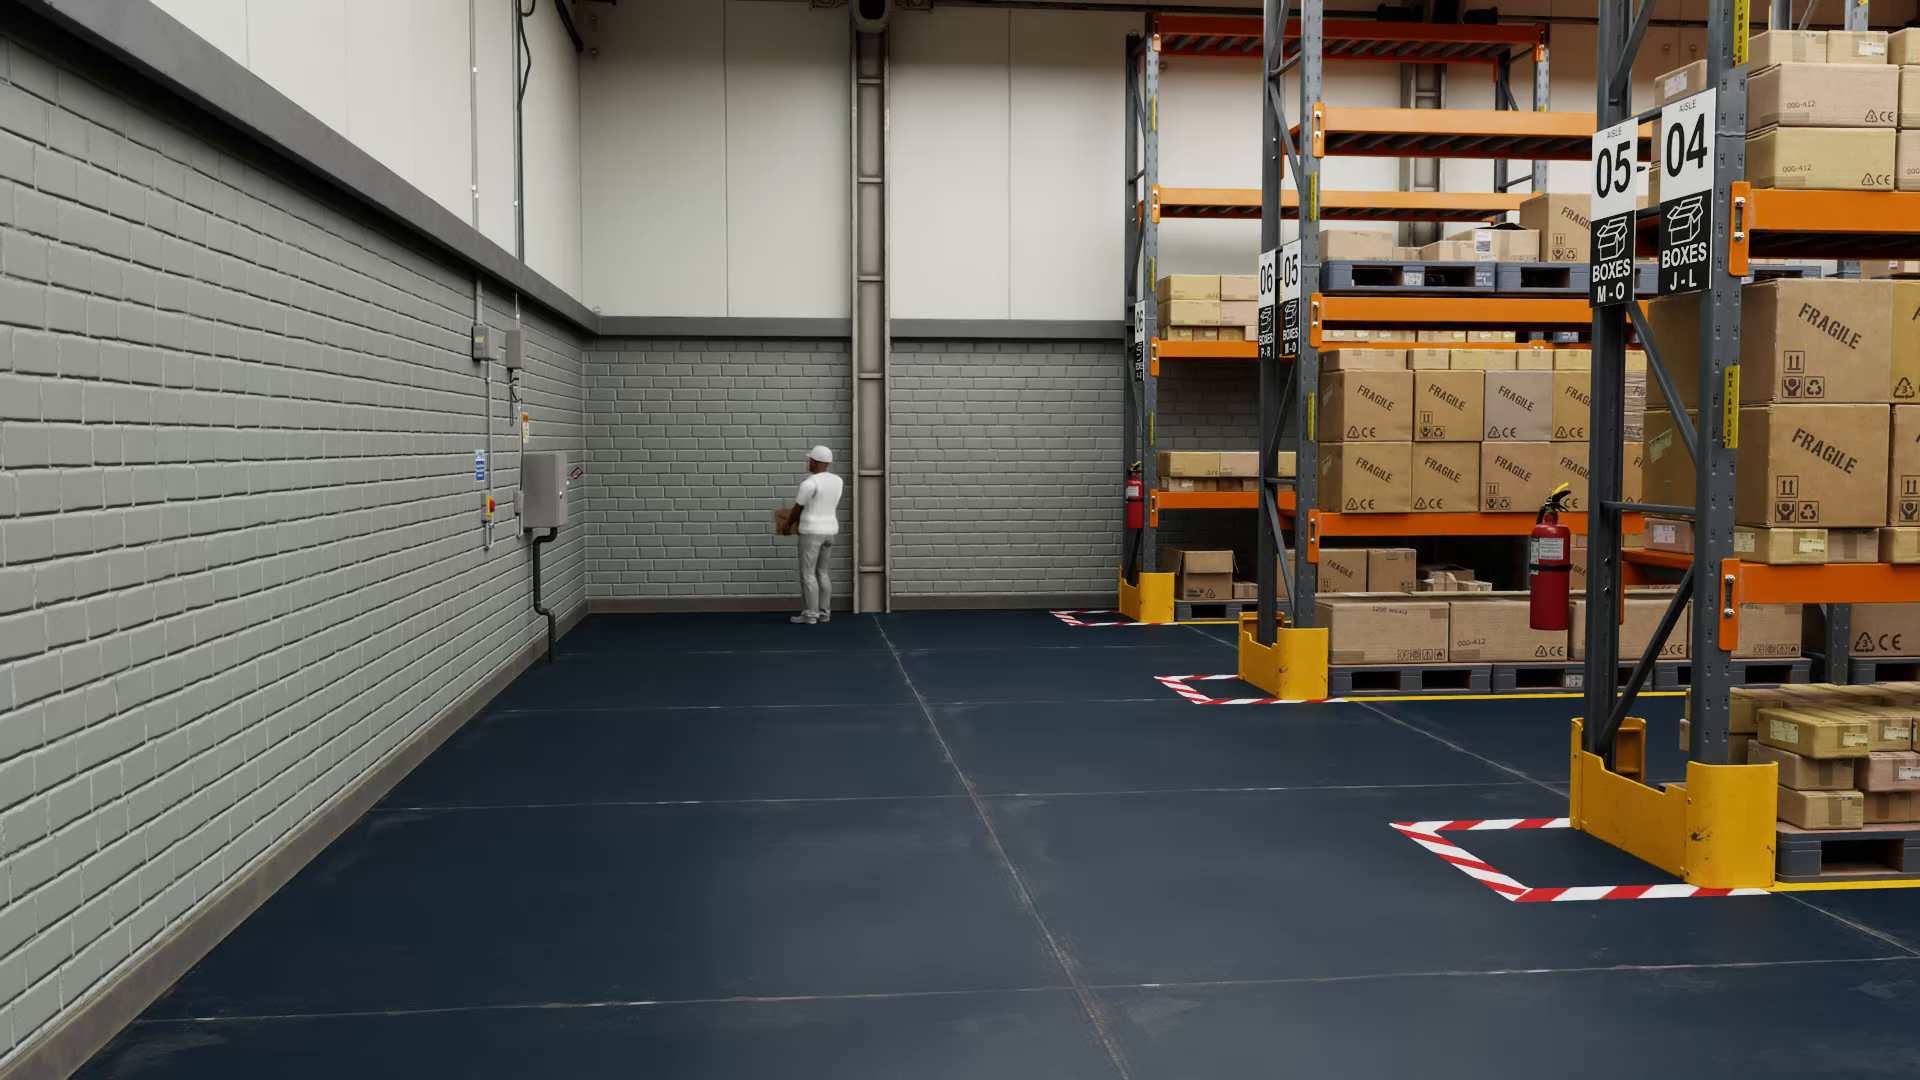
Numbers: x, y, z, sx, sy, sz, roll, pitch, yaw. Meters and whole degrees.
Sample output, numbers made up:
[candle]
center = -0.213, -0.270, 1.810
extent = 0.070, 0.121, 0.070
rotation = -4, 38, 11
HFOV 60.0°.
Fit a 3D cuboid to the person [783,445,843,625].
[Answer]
[person]
center = -1.491, -0.058, 16.568
extent = 0.573, 1.769, 0.513
rotation = 3, 4, 37
